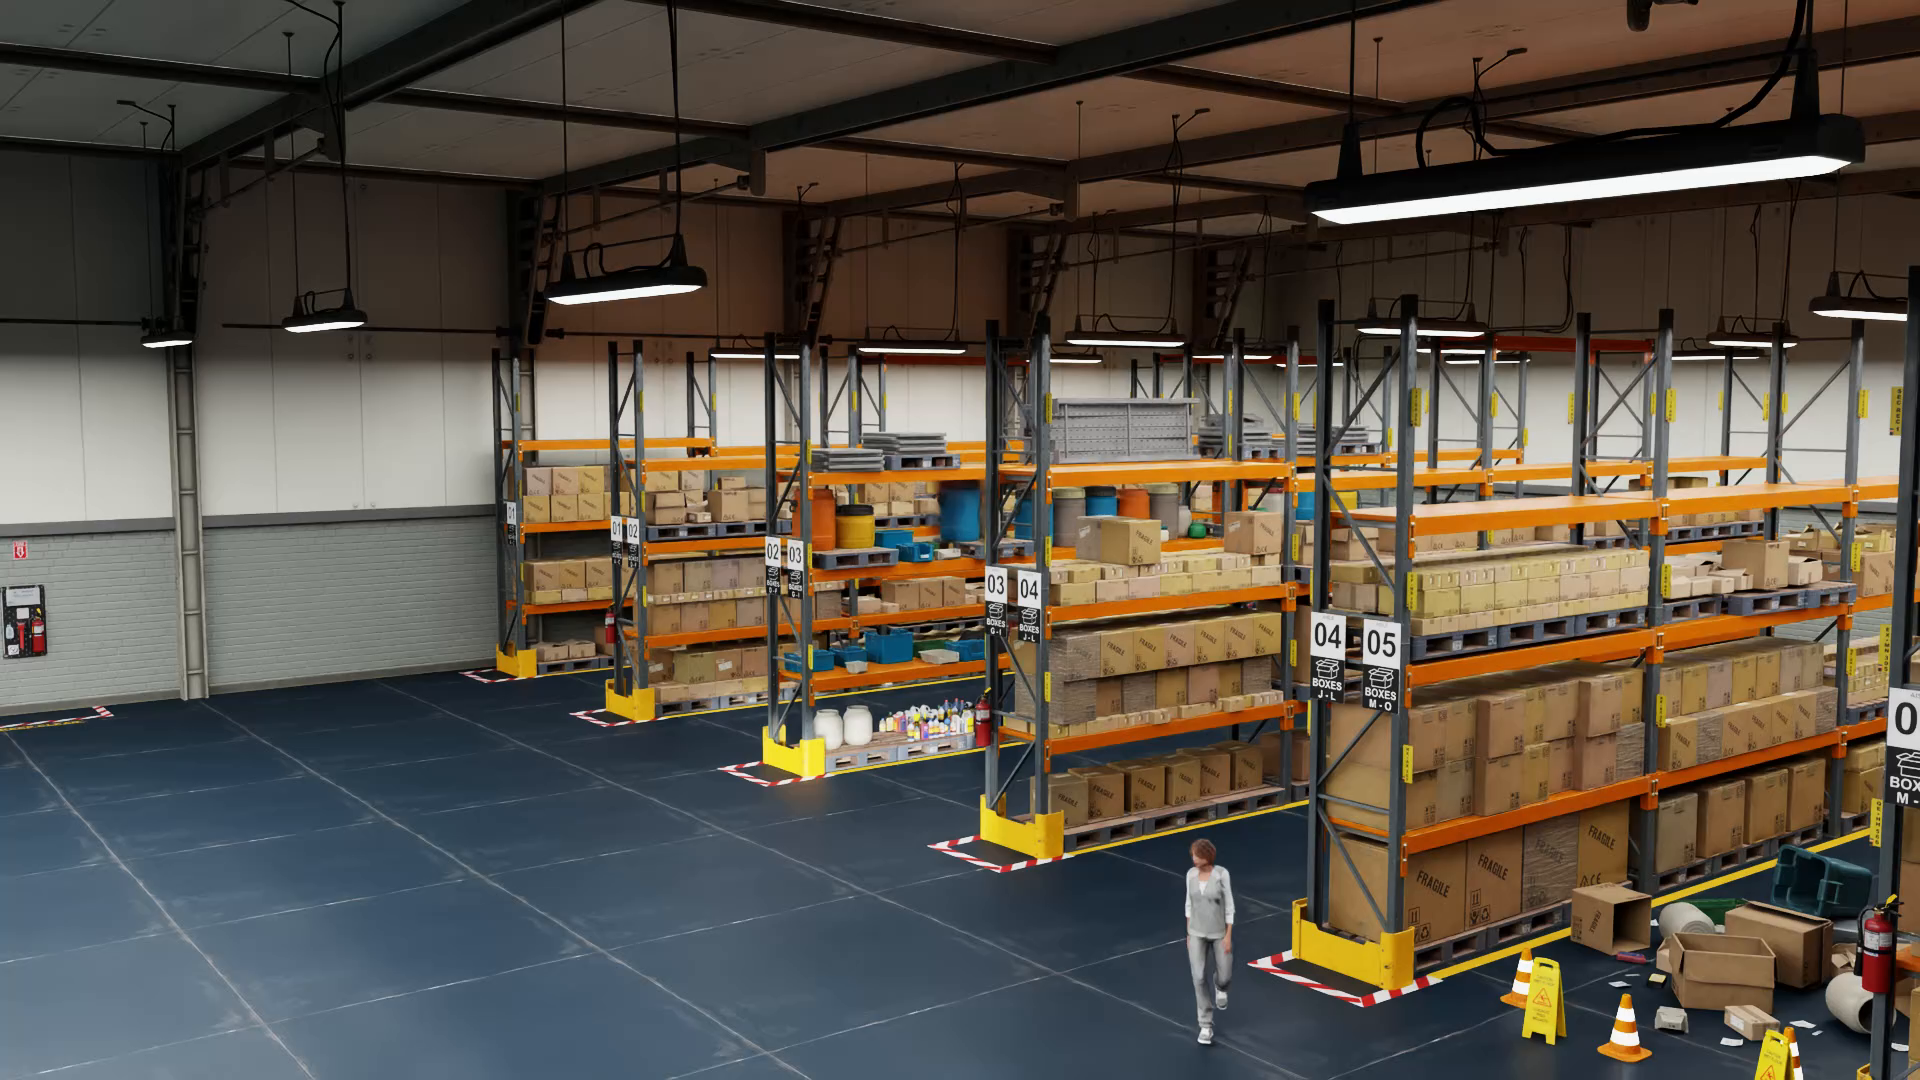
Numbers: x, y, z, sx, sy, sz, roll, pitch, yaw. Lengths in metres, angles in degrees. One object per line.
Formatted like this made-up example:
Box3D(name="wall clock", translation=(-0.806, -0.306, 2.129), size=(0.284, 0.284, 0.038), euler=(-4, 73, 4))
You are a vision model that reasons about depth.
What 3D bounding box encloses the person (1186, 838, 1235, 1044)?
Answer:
Box3D(name="person", translation=(2.014, 3.201, 13.443), size=(0.429, 1.572, 0.700), euler=(2, 5, 22))
